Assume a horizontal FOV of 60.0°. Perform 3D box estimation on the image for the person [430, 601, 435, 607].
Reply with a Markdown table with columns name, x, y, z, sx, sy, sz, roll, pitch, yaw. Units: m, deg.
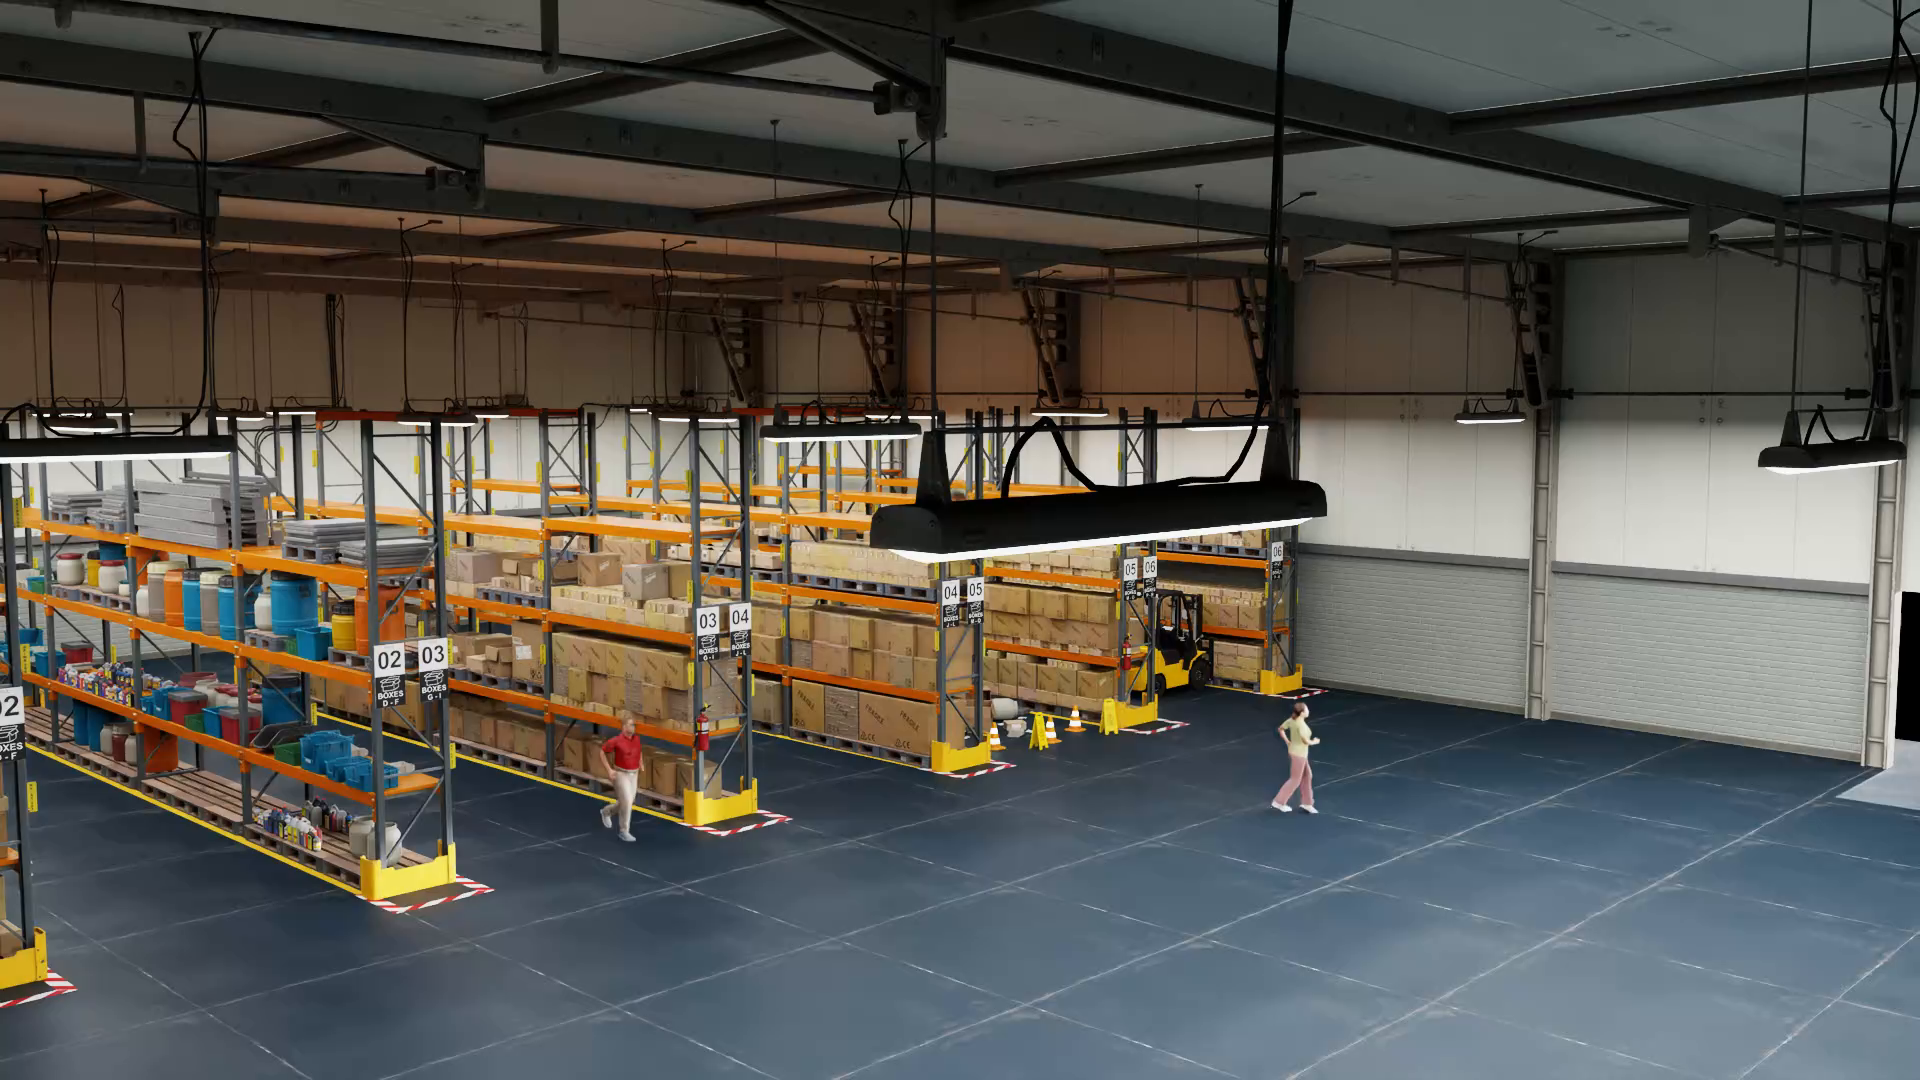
| name | x | y | z | sx | sy | sz | roll | pitch | yaw |
| --- | --- | --- | --- | --- | --- | --- | --- | --- | --- |
| person | -11.761 | 2.199 | 37.091 | 0.575 | 1.680 | 0.963 | -5 | 7 | -45 |

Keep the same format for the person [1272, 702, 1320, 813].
| name | x | y | z | sx | sy | sz | roll | pitch | yaw |
| --- | --- | --- | --- | --- | --- | --- | --- | --- | --- |
| person | 5.046 | 3.292 | 24.963 | 0.774 | 1.730 | 0.588 | -1 | 5 | -8 |

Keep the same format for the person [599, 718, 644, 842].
| name | x | y | z | sx | sy | sz | roll | pitch | yaw |
| --- | --- | --- | --- | --- | --- | --- | --- | --- | --- |
| person | -4.821 | 3.404 | 23.806 | 0.822 | 1.725 | 0.704 | 4 | 6 | 35 |
